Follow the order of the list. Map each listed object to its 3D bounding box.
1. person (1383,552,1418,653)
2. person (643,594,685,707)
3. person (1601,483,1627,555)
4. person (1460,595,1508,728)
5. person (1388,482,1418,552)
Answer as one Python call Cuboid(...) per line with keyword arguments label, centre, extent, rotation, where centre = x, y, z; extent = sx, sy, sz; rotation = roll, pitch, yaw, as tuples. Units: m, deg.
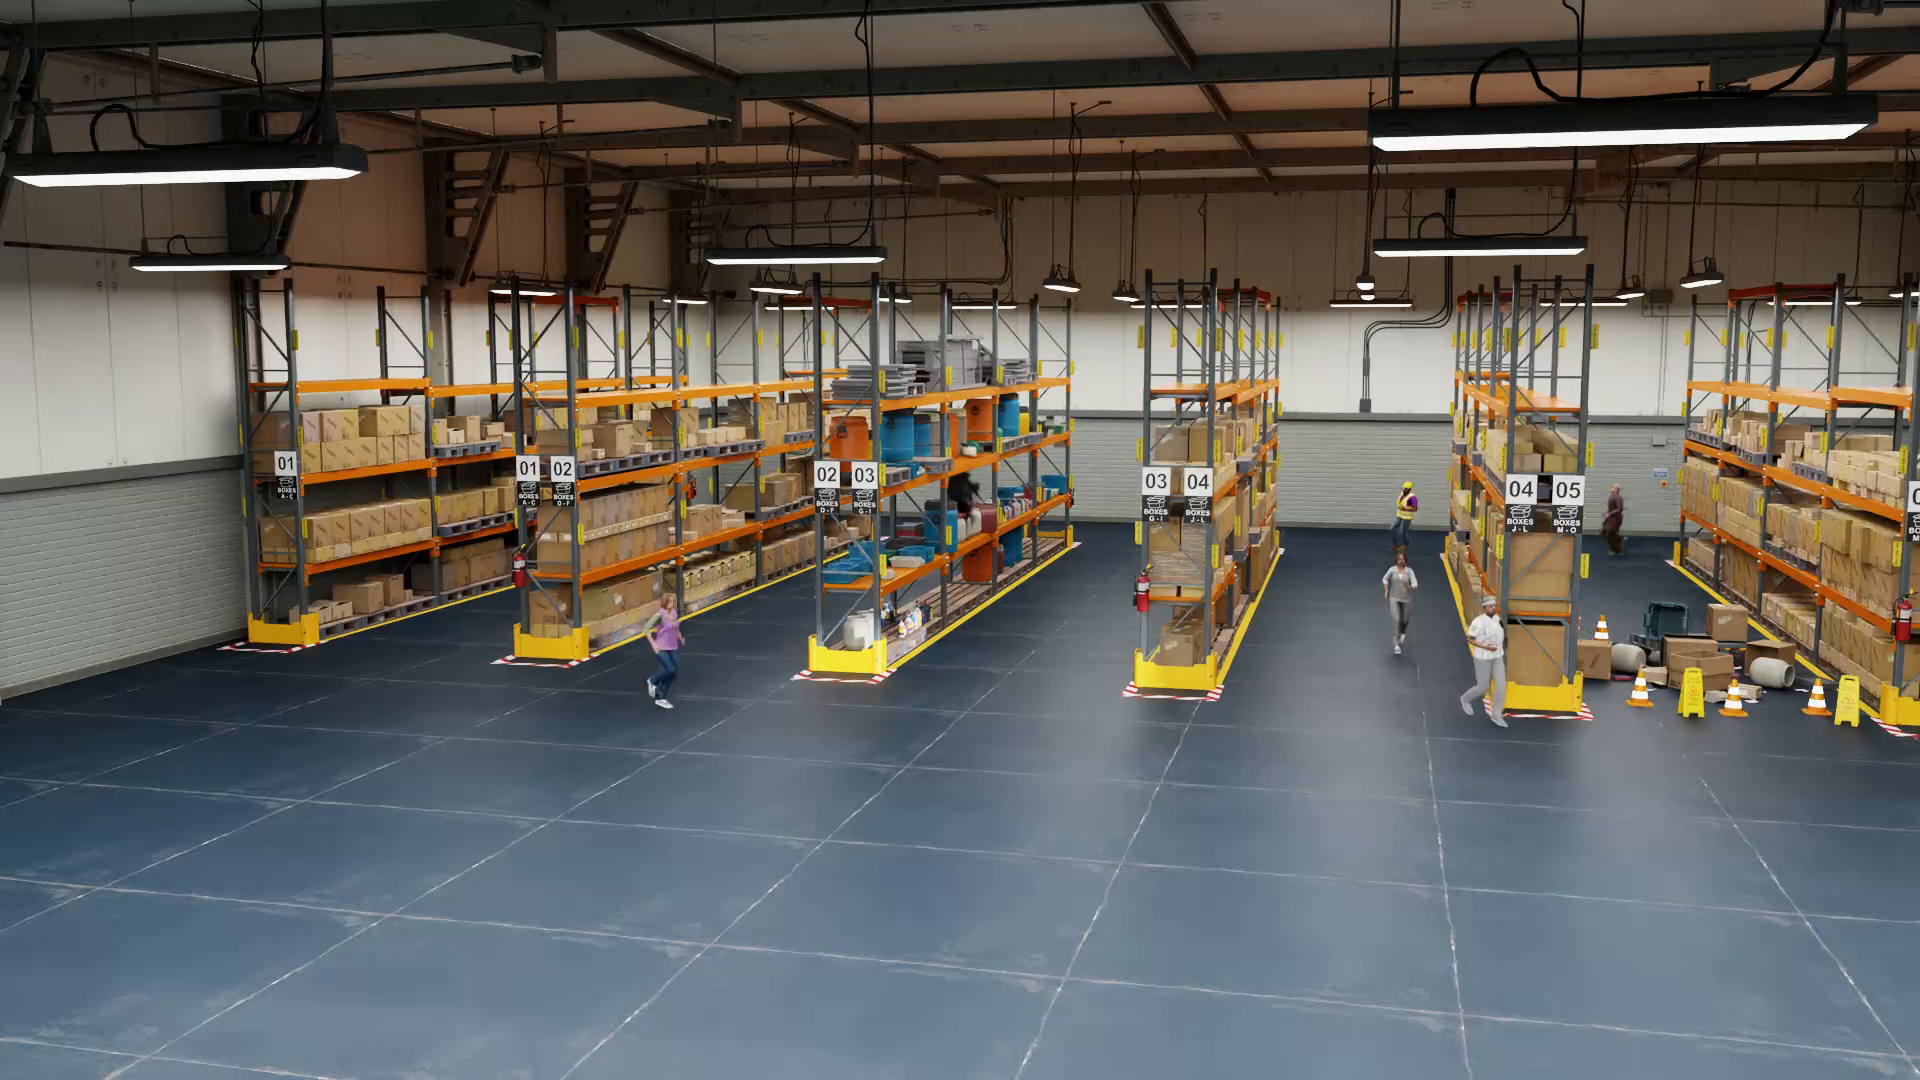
Cuboid(label="person", centre=(7.092, 0.987, 26.807), extent=(0.538, 1.578, 0.881), rotation=(1, 7, 10))
Cuboid(label="person", centre=(-4.032, 1.512, 22.811), extent=(0.525, 1.558, 0.549), rotation=(4, 8, 32))
Cuboid(label="person", centre=(15.247, -0.479, 38.691), extent=(0.601, 1.699, 0.691), rotation=(2, 7, 13))
Cuboid(label="person", centre=(6.907, 1.566, 21.837), extent=(0.591, 1.709, 0.759), rotation=(-3, 7, -20))
Cuboid(label="person", centre=(10.535, -0.513, 39.281), extent=(0.651, 1.742, 0.829), rotation=(-4, 8, -28))
